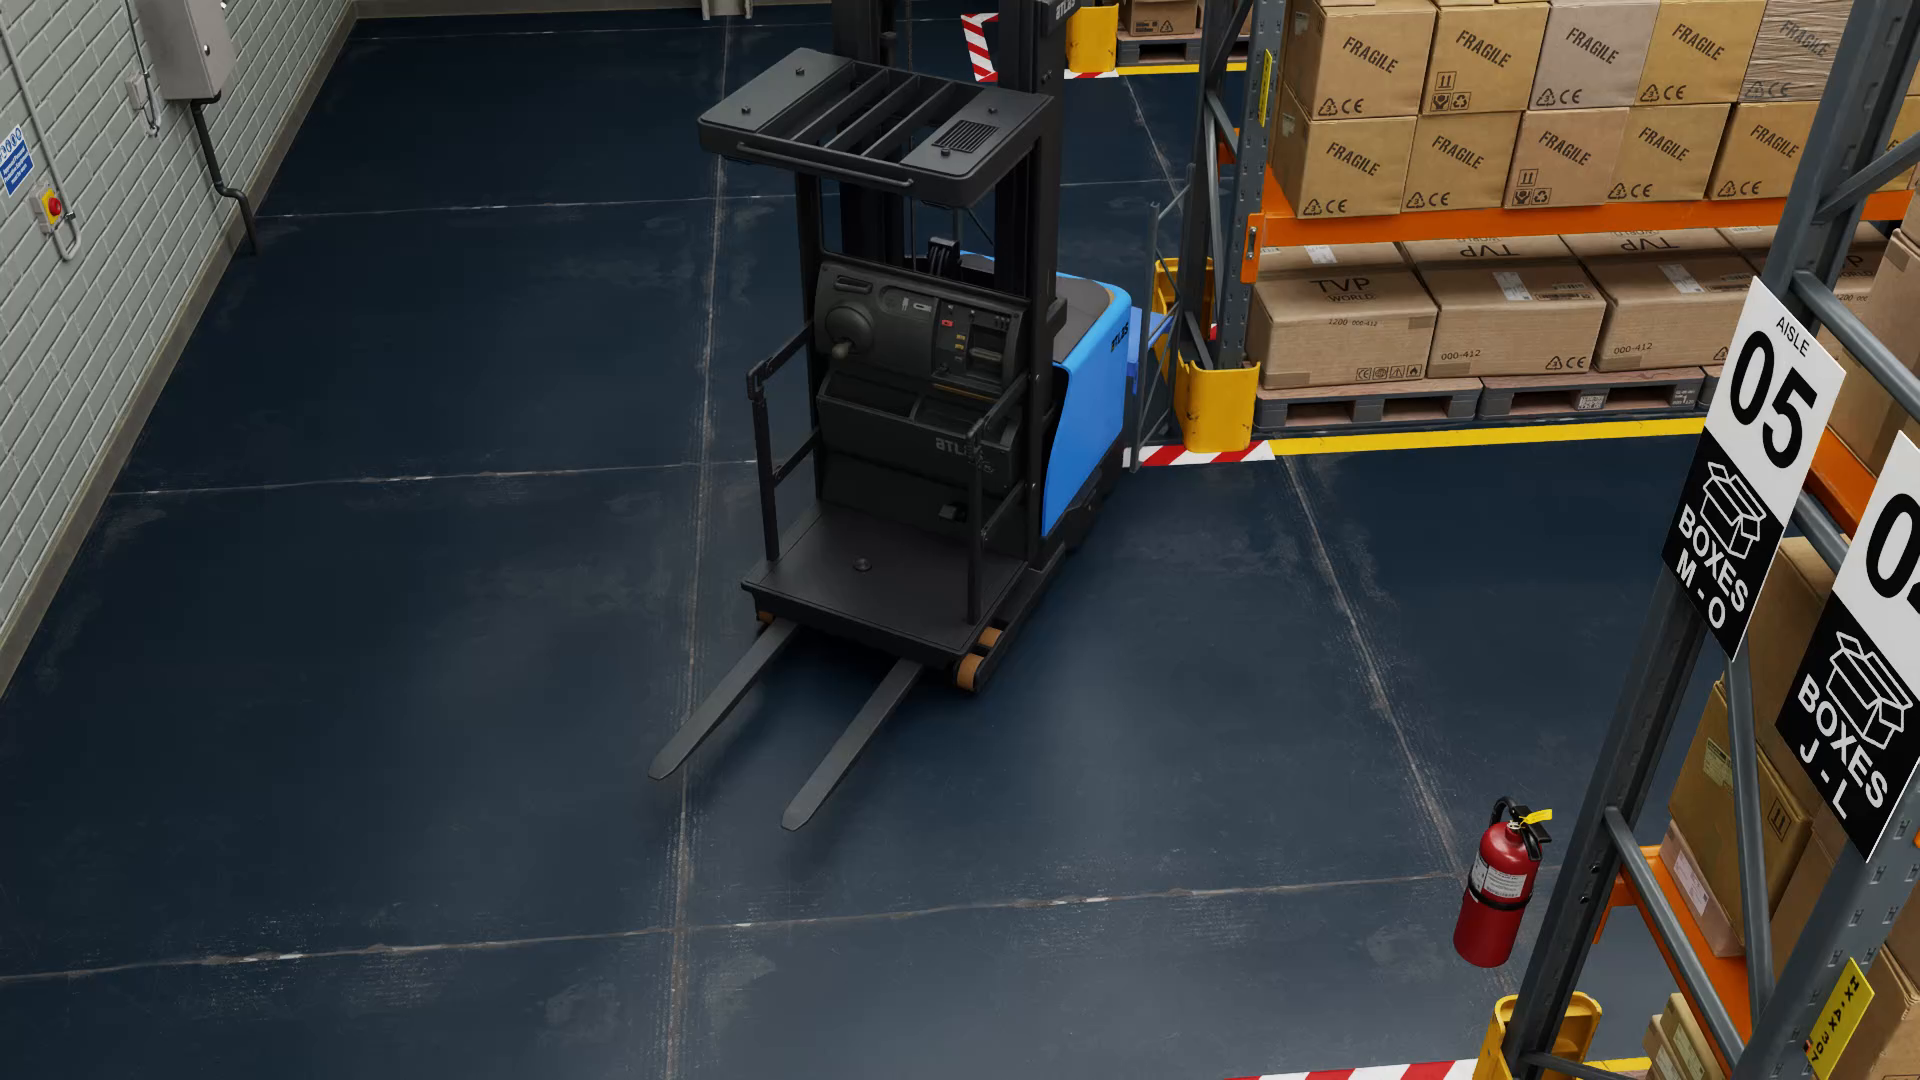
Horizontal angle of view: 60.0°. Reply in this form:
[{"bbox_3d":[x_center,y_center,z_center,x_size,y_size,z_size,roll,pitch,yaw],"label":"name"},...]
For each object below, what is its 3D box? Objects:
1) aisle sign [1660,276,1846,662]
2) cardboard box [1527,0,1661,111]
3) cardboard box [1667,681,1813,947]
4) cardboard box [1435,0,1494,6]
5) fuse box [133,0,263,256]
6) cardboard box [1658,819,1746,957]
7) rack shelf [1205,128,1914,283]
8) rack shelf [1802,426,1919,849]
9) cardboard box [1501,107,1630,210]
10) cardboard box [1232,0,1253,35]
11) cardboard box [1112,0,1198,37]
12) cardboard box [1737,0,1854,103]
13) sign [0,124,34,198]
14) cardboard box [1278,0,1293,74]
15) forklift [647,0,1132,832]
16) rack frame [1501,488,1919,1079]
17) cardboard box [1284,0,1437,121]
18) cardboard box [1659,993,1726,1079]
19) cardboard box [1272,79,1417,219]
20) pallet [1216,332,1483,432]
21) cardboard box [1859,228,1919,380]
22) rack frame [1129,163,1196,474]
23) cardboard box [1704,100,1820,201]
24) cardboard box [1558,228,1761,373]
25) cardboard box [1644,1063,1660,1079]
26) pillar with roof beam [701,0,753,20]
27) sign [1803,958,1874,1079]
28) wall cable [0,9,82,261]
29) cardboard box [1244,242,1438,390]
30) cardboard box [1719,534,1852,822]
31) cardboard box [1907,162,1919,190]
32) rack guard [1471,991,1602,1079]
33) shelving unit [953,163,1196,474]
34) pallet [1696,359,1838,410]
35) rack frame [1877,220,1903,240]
[{"bbox_3d":[1.763,-0.149,3.740,0.004,0.787,0.394,-3,38,-4],"label":"aisle sign"},{"bbox_3d":[2.852,-2.344,7.733,0.500,0.500,0.500,-3,38,-4],"label":"cardboard box"},{"bbox_3d":[2.287,0.713,4.426,0.500,0.500,0.500,-2,38,-3],"label":"cardboard box"},{"bbox_3d":[2.225,-2.533,7.449,0.250,0.149,0.380,-2,38,-3],"label":"cardboard box"},{"bbox_3d":[-4.333,-2.470,9.821,0.414,1.711,0.539,-3,38,-4],"label":"fuse box"},{"bbox_3d":[2.162,0.959,4.638,0.250,0.149,0.380,-3,38,-4],"label":"cardboard box"},{"bbox_3d":[3.315,-1.823,8.542,4.000,0.370,1.077,-3,38,-4],"label":"rack shelf"},{"bbox_3d":[3.854,0.048,3.749,4.000,0.370,1.077,-3,38,-4],"label":"rack shelf"},{"bbox_3d":[2.836,-1.946,8.036,0.500,0.500,0.500,-3,38,-4],"label":"cardboard box"},{"bbox_3d":[2.352,-4.240,12.703,0.500,0.500,0.700,-2,38,-2],"label":"cardboard box"},{"bbox_3d":[1.497,-4.218,12.673,0.637,0.503,0.797,-5,39,-6],"label":"cardboard box"},{"bbox_3d":[3.849,-2.394,7.797,0.500,0.500,0.500,-3,38,-3],"label":"cardboard box"},{"bbox_3d":[-4.348,-1.745,7.644,0.001,0.218,0.327,-3,38,-4],"label":"sign"},{"bbox_3d":[1.782,-2.601,8.059,0.500,0.500,0.500,-2,38,-2],"label":"cardboard box"},{"bbox_3d":[-0.271,-0.804,6.725,1.130,2.935,3.031,17,41,20],"label":"forklift"},{"bbox_3d":[1.862,1.053,4.316,0.127,3.000,1.000,-3,38,-4],"label":"rack frame"},{"bbox_3d":[1.826,-2.278,7.650,0.500,0.500,0.500,-4,38,-5],"label":"cardboard box"},{"bbox_3d":[2.367,1.588,5.120,0.250,0.149,0.380,-3,38,-3],"label":"cardboard box"},{"bbox_3d":[1.826,-1.884,7.958,0.500,0.500,0.500,-3,38,-4],"label":"cardboard box"},{"bbox_3d":[2.112,-0.993,9.160,1.213,0.211,1.003,-3,38,-4],"label":"pallet"},{"bbox_3d":[2.298,-0.444,3.510,0.500,0.250,0.500,-4,38,-5],"label":"cardboard box"},{"bbox_3d":[0.995,-1.068,8.214,0.032,1.500,0.500,18,42,21],"label":"rack frame"},{"bbox_3d":[3.856,-2.003,8.108,0.500,0.500,0.500,-4,38,-5],"label":"cardboard box"},{"bbox_3d":[3.780,-1.357,9.099,0.875,0.438,0.875,-4,38,-5],"label":"cardboard box"},{"bbox_3d":[2.368,1.850,5.269,0.250,0.149,0.380,-3,38,-3],"label":"cardboard box"},{"bbox_3d":[-1.505,-5.165,7.354,0.400,9.000,9.100,-3,38,-4],"label":"pillar with roof beam"},{"bbox_3d":[1.910,1.048,3.624,0.005,0.325,0.100,-3,38,-4],"label":"sign"},{"bbox_3d":[-4.292,-2.083,7.445,0.123,1.953,0.585,-3,38,-4],"label":"wall cable"},{"bbox_3d":[1.971,-1.253,8.968,0.875,0.438,0.875,-4,38,-6],"label":"cardboard box"},{"bbox_3d":[2.296,0.326,4.110,0.500,0.500,0.500,-4,38,-5],"label":"cardboard box"},{"bbox_3d":[4.868,-2.071,8.195,0.500,0.500,0.500,-3,38,-4],"label":"cardboard box"},{"bbox_3d":[1.938,2.030,5.096,0.348,0.500,1.175,-3,38,-4],"label":"rack guard"},{"bbox_3d":[0.546,-1.214,8.400,1.048,1.500,0.538,18,42,21],"label":"shelving unit"},{"bbox_3d":[4.543,-1.127,9.330,1.213,0.211,1.003,-3,38,-4],"label":"pallet"},{"bbox_3d":[5.307,-2.215,8.458,0.127,3.000,1.000,-3,38,-4],"label":"rack frame"}]
